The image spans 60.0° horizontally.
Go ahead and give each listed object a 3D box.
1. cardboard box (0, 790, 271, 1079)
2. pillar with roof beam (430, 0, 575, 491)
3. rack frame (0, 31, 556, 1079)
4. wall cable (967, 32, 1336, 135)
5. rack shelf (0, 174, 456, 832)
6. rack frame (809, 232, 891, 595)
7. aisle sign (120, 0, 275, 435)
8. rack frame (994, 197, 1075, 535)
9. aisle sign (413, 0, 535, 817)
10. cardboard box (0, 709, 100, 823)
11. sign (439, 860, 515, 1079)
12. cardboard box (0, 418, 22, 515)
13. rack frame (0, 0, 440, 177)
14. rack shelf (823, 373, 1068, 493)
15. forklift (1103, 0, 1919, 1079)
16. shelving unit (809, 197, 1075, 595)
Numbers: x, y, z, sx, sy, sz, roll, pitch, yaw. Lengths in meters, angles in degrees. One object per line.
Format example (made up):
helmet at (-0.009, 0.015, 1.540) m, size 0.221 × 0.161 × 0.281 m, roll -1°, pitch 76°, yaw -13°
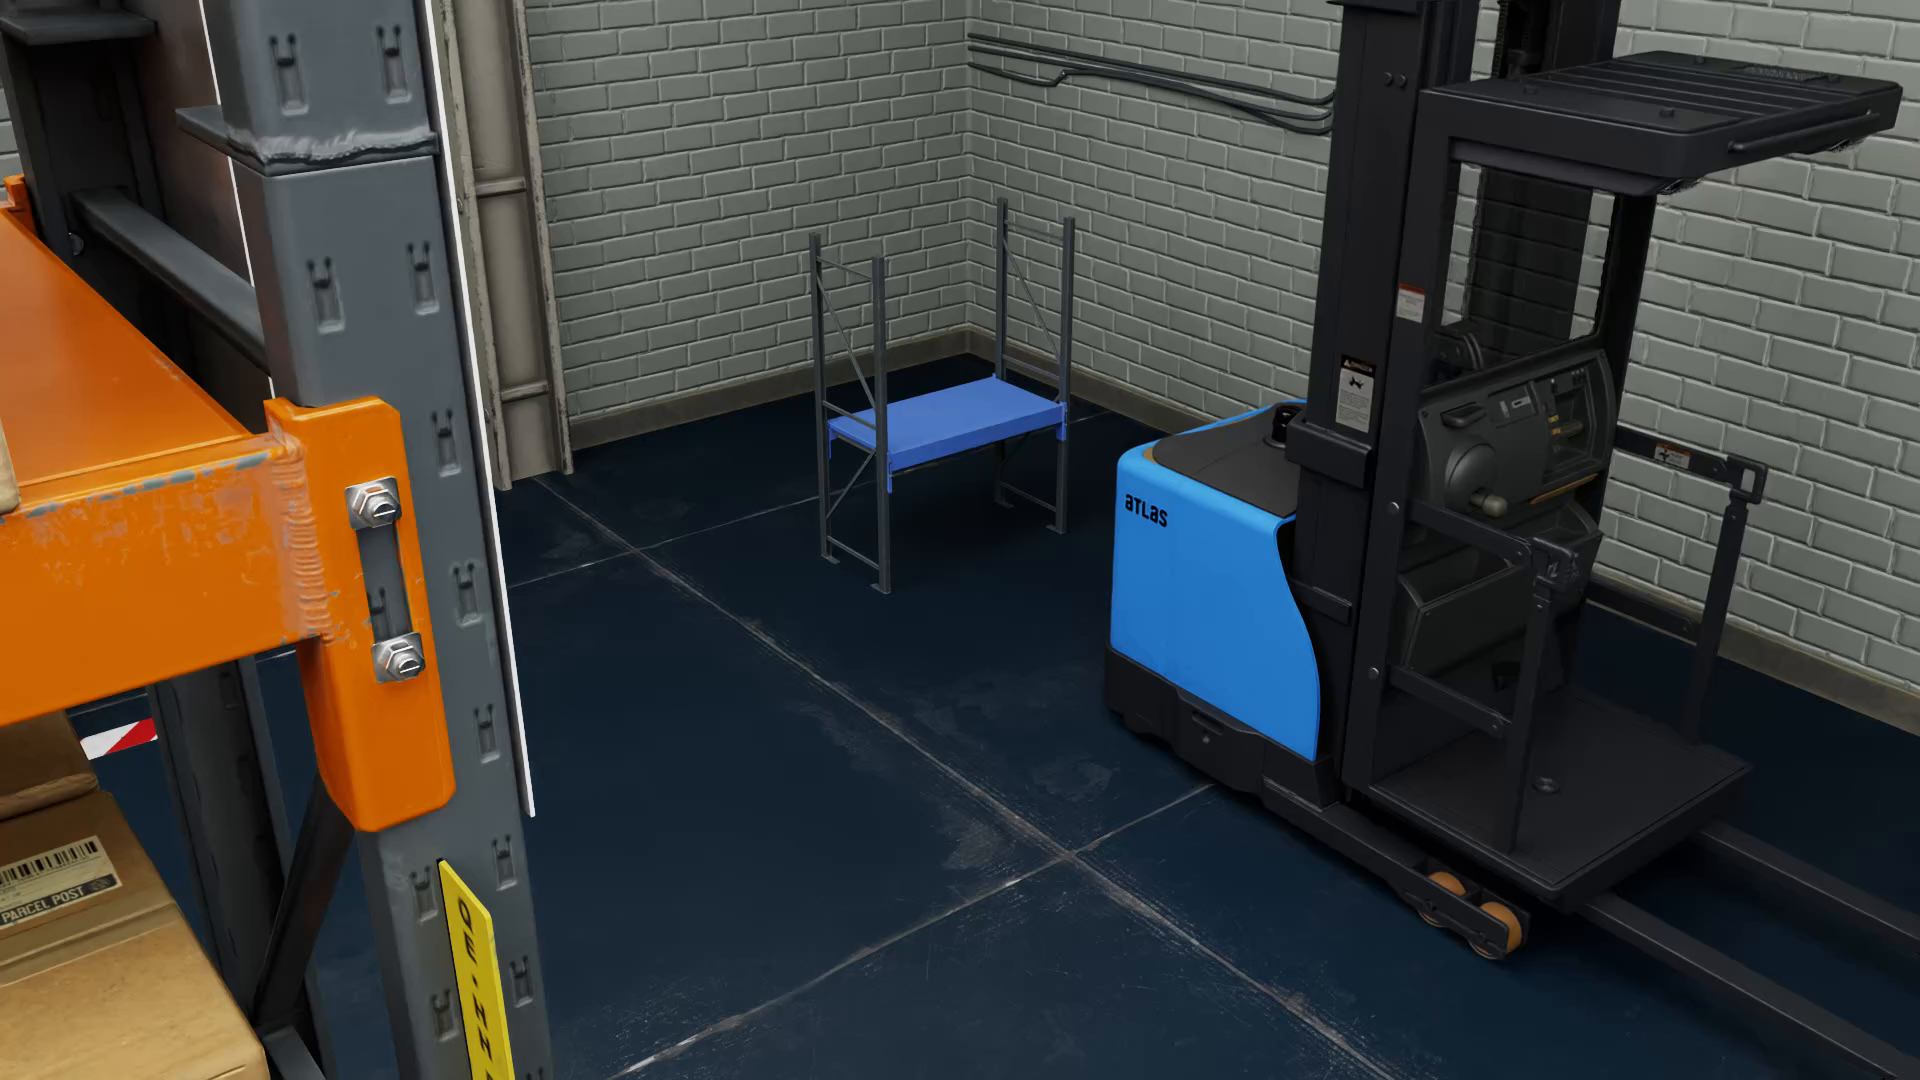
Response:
cardboard box at (-0.929, 0.630, 1.523) m, size 0.500 × 0.500 × 0.500 m, roll -19°, pitch 31°, yaw -34°
pillar with roof beam at (0.439, -3.001, 3.527) m, size 0.400 × 9.000 × 9.100 m, roll -18°, pitch 31°, yaw -34°
rack frame at (-0.749, 0.922, 2.200) m, size 0.127 × 3.000 × 1.000 m, roll -18°, pitch 31°, yaw -34°
wall cable at (0.863, -3.381, 8.035) m, size 0.112 × 2.526 × 3.097 m, roll -18°, pitch 31°, yaw -34°
rack shelf at (-2.322, 0.407, 0.600) m, size 4.000 × 0.370 × 1.077 m, roll -18°, pitch 31°, yaw -34°
rack frame at (-0.467, -0.526, 7.102) m, size 0.032 × 1.500 × 0.500 m, roll -18°, pitch 31°, yaw -34°
aisle sign at (-0.876, -0.372, 1.900) m, size 0.004 × 0.787 × 0.394 m, roll -18°, pitch 31°, yaw -34°
rack frame at (0.333, -0.790, 7.671) m, size 0.032 × 1.500 × 0.500 m, roll -18°, pitch 31°, yaw -34°
aisle sign at (-0.506, -0.173, 1.472) m, size 0.004 × 0.787 × 0.394 m, roll -18°, pitch 31°, yaw -34°
cardboard box at (-1.260, 0.451, 1.908) m, size 0.500 × 0.500 × 0.500 m, roll -17°, pitch 30°, yaw -33°
sign at (-0.422, 0.443, 1.482) m, size 0.005 × 0.325 × 0.100 m, roll -18°, pitch 31°, yaw -34°
cardboard box at (-0.990, -0.150, 1.124) m, size 0.500 × 0.250 × 0.500 m, roll -18°, pitch 31°, yaw -34°
rack frame at (-0.749, -1.799, 0.937) m, size 0.127 × 3.000 × 1.000 m, roll -18°, pitch 31°, yaw -34°
rack shelf at (-0.067, -0.495, 7.462) m, size 1.000 × 0.185 × 0.538 m, roll -18°, pitch 31°, yaw -34°
forklift at (1.836, -0.301, 4.916) m, size 1.130 × 2.935 × 3.031 m, roll -18°, pitch 30°, yaw -34°
shelving unit at (-0.067, -0.658, 7.387) m, size 1.048 × 1.500 × 0.538 m, roll -18°, pitch 31°, yaw -34°
